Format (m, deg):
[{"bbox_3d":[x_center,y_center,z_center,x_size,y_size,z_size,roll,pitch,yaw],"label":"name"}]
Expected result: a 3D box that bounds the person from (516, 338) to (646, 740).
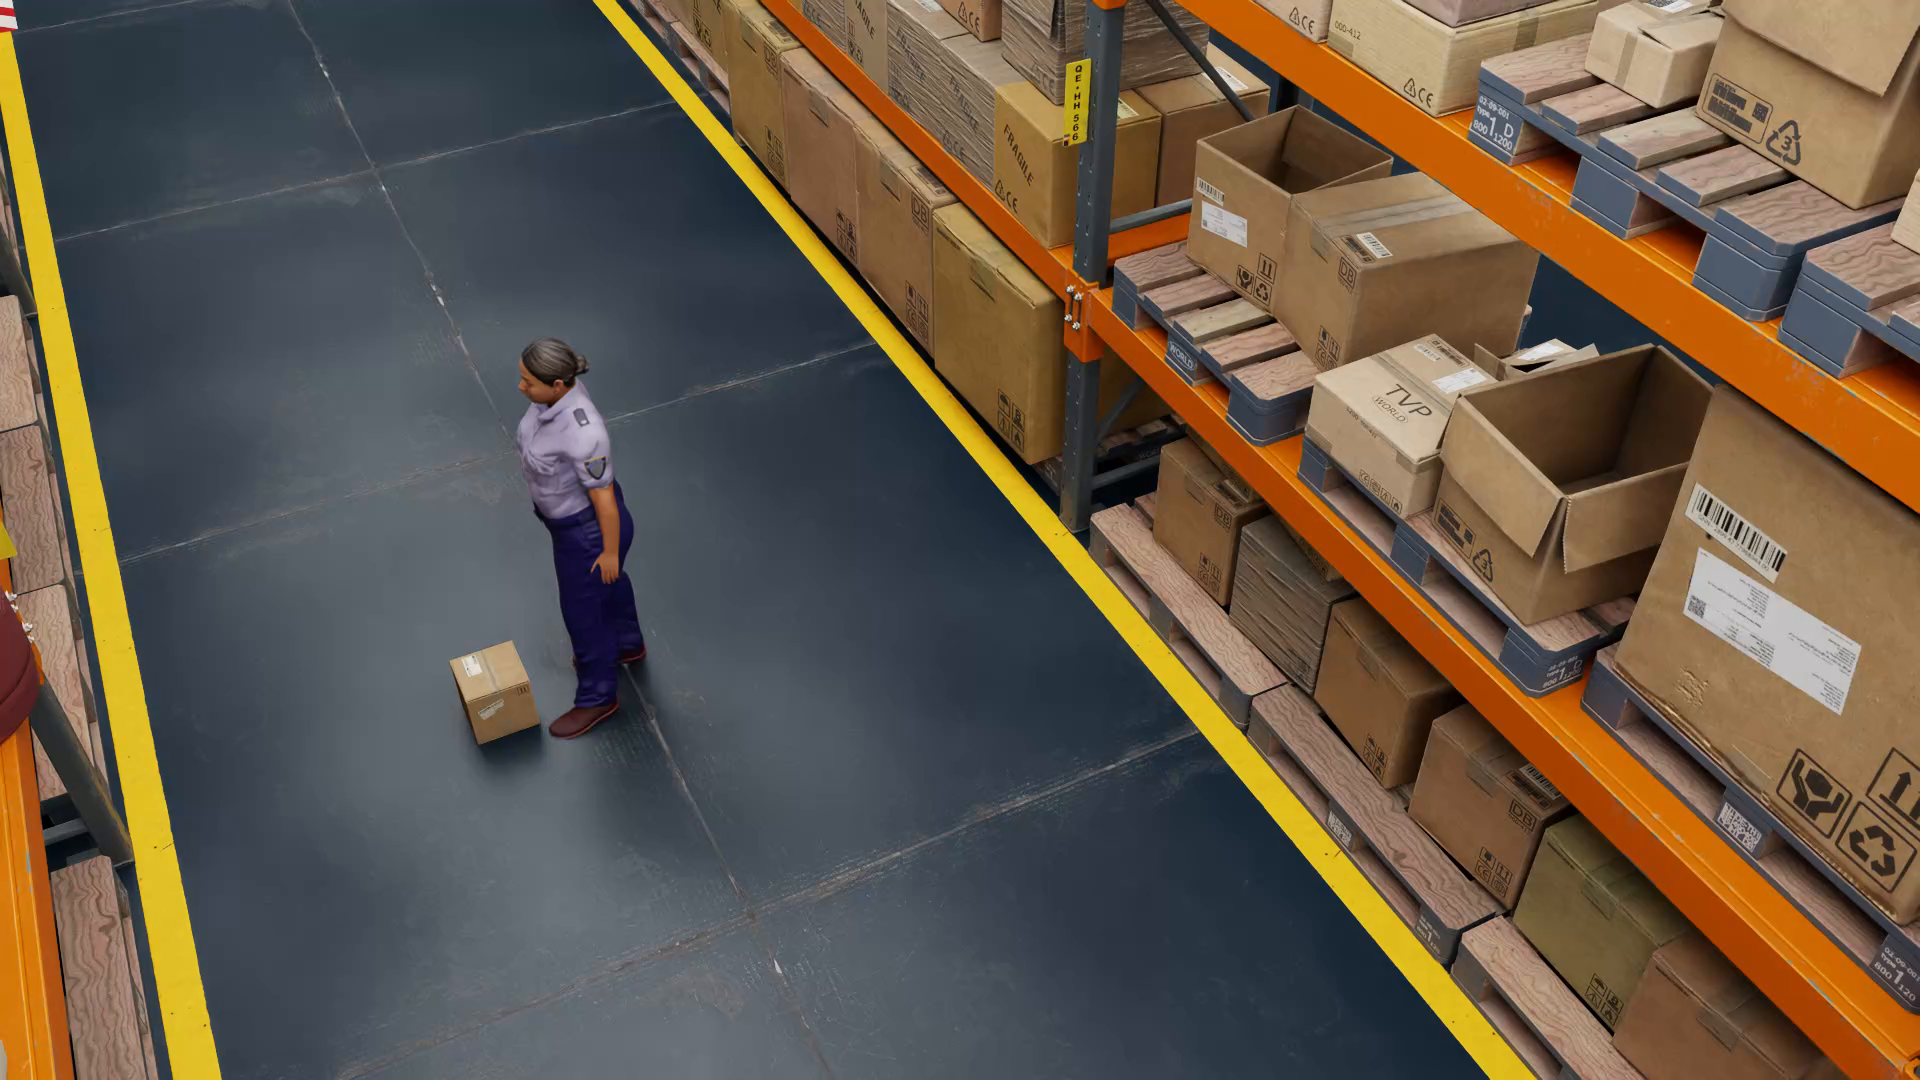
[{"bbox_3d":[-1.476,-0.043,6.216,0.487,1.667,0.544,-16,44,-17],"label":"person"}]
